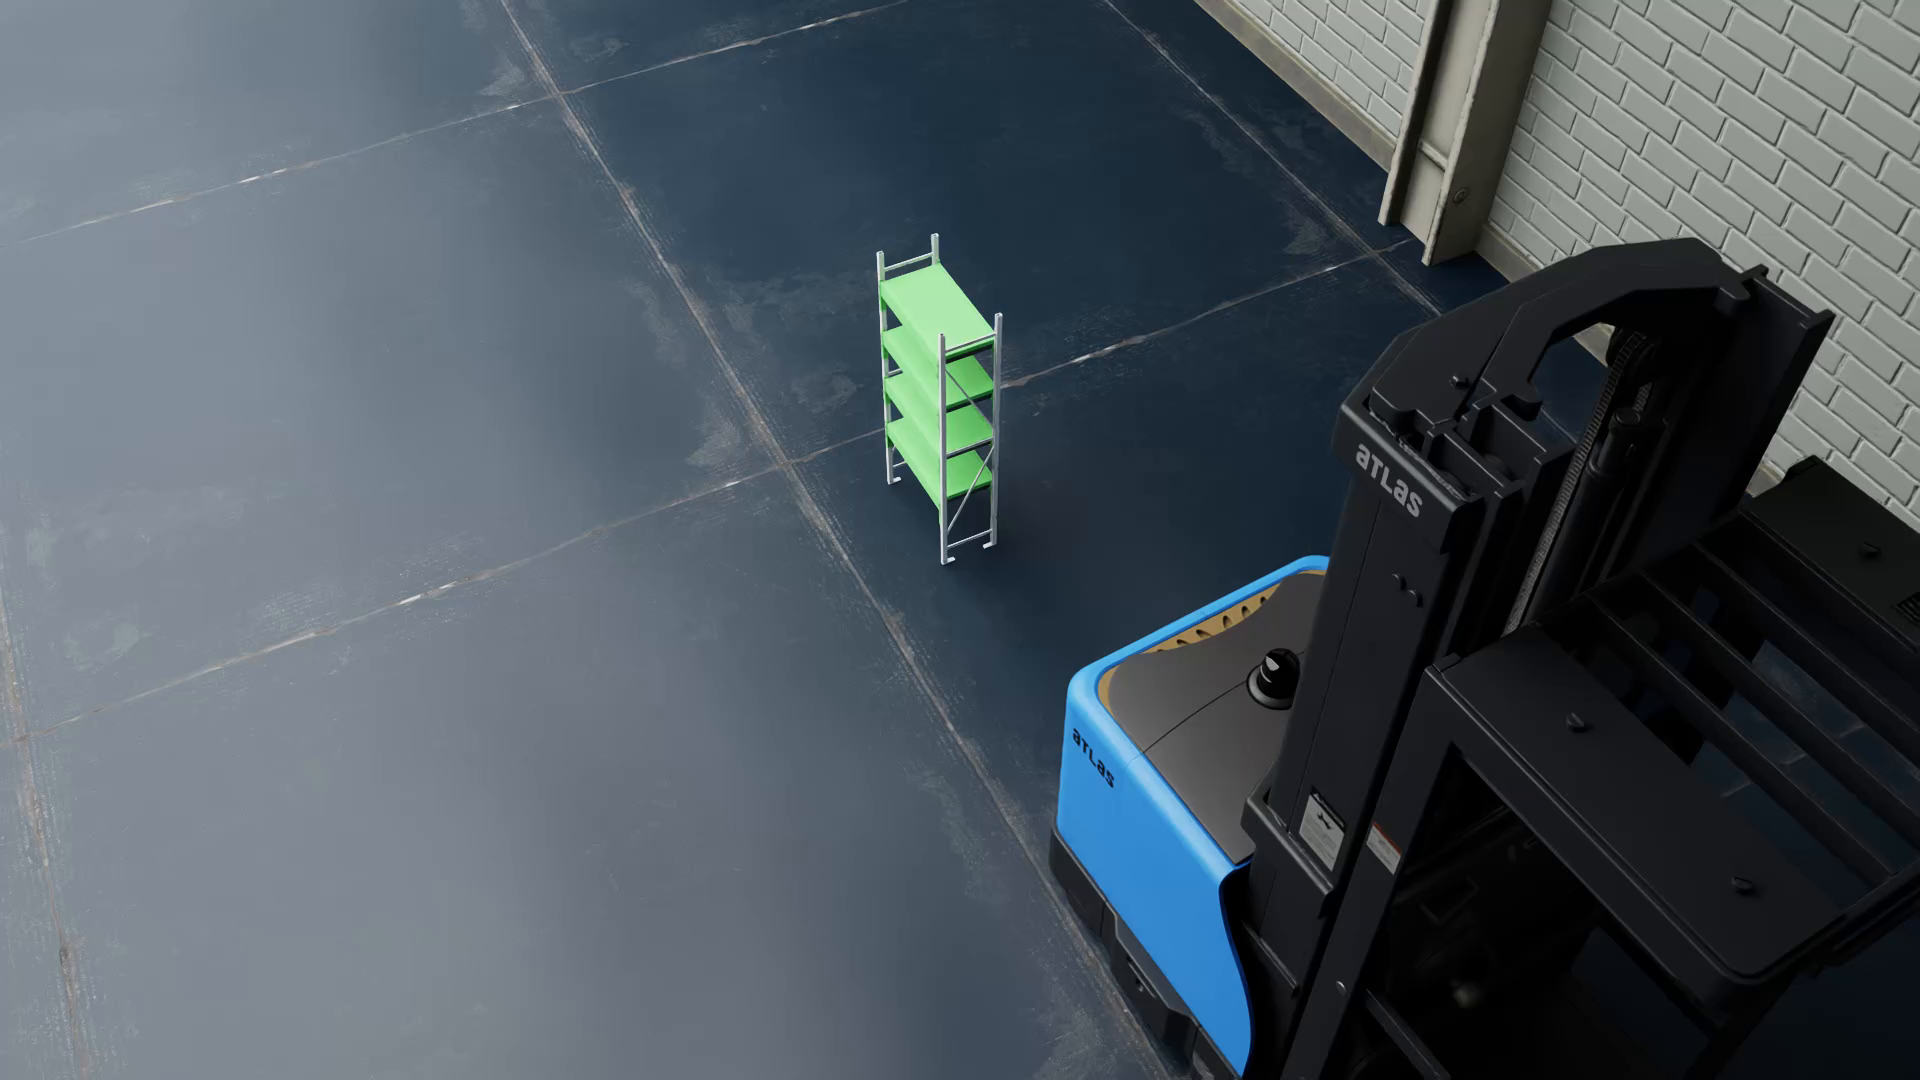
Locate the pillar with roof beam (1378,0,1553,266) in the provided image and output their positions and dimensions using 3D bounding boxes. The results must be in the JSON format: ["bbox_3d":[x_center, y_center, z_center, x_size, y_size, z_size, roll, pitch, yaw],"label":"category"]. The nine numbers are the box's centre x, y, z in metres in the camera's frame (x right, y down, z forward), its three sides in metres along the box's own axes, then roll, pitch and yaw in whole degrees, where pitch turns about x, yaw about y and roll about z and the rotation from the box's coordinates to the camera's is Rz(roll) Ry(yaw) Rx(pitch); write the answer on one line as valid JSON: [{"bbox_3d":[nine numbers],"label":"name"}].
[{"bbox_3d":[-1.598,-2.940,3.235,9.100,9.000,0.400,-21,52,-18],"label":"pillar with roof beam"}]

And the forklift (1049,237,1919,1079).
[{"bbox_3d":[1.495,0.903,3.905,1.130,2.935,3.031,-25,53,-20],"label":"forklift"}]

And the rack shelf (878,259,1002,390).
[{"bbox_3d":[-0.076,-0.780,5.975,0.258,0.148,0.480,-21,52,-18],"label":"rack shelf"}]

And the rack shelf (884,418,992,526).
[{"bbox_3d":[-0.076,-0.306,6.517,0.258,0.148,0.480,-21,52,-18],"label":"rack shelf"}]

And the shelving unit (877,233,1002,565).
[{"bbox_3d":[-0.076,-0.506,6.288,0.258,1.200,0.503,-21,52,-18],"label":"shelving unit"}]

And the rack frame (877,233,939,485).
[{"bbox_3d":[-0.187,-0.669,6.431,0.240,1.200,0.015,-21,52,-18],"label":"rack frame"}]

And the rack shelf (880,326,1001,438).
[{"bbox_3d":[-0.076,-0.622,6.155,0.258,0.148,0.480,-21,52,-18],"label":"rack shelf"}]

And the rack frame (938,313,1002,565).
[{"bbox_3d":[0.036,-0.342,6.145,0.240,1.200,0.015,-21,52,-18],"label":"rack frame"}]

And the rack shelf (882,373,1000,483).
[{"bbox_3d":[-0.076,-0.464,6.336,0.258,0.148,0.480,-21,52,-18],"label":"rack shelf"}]
